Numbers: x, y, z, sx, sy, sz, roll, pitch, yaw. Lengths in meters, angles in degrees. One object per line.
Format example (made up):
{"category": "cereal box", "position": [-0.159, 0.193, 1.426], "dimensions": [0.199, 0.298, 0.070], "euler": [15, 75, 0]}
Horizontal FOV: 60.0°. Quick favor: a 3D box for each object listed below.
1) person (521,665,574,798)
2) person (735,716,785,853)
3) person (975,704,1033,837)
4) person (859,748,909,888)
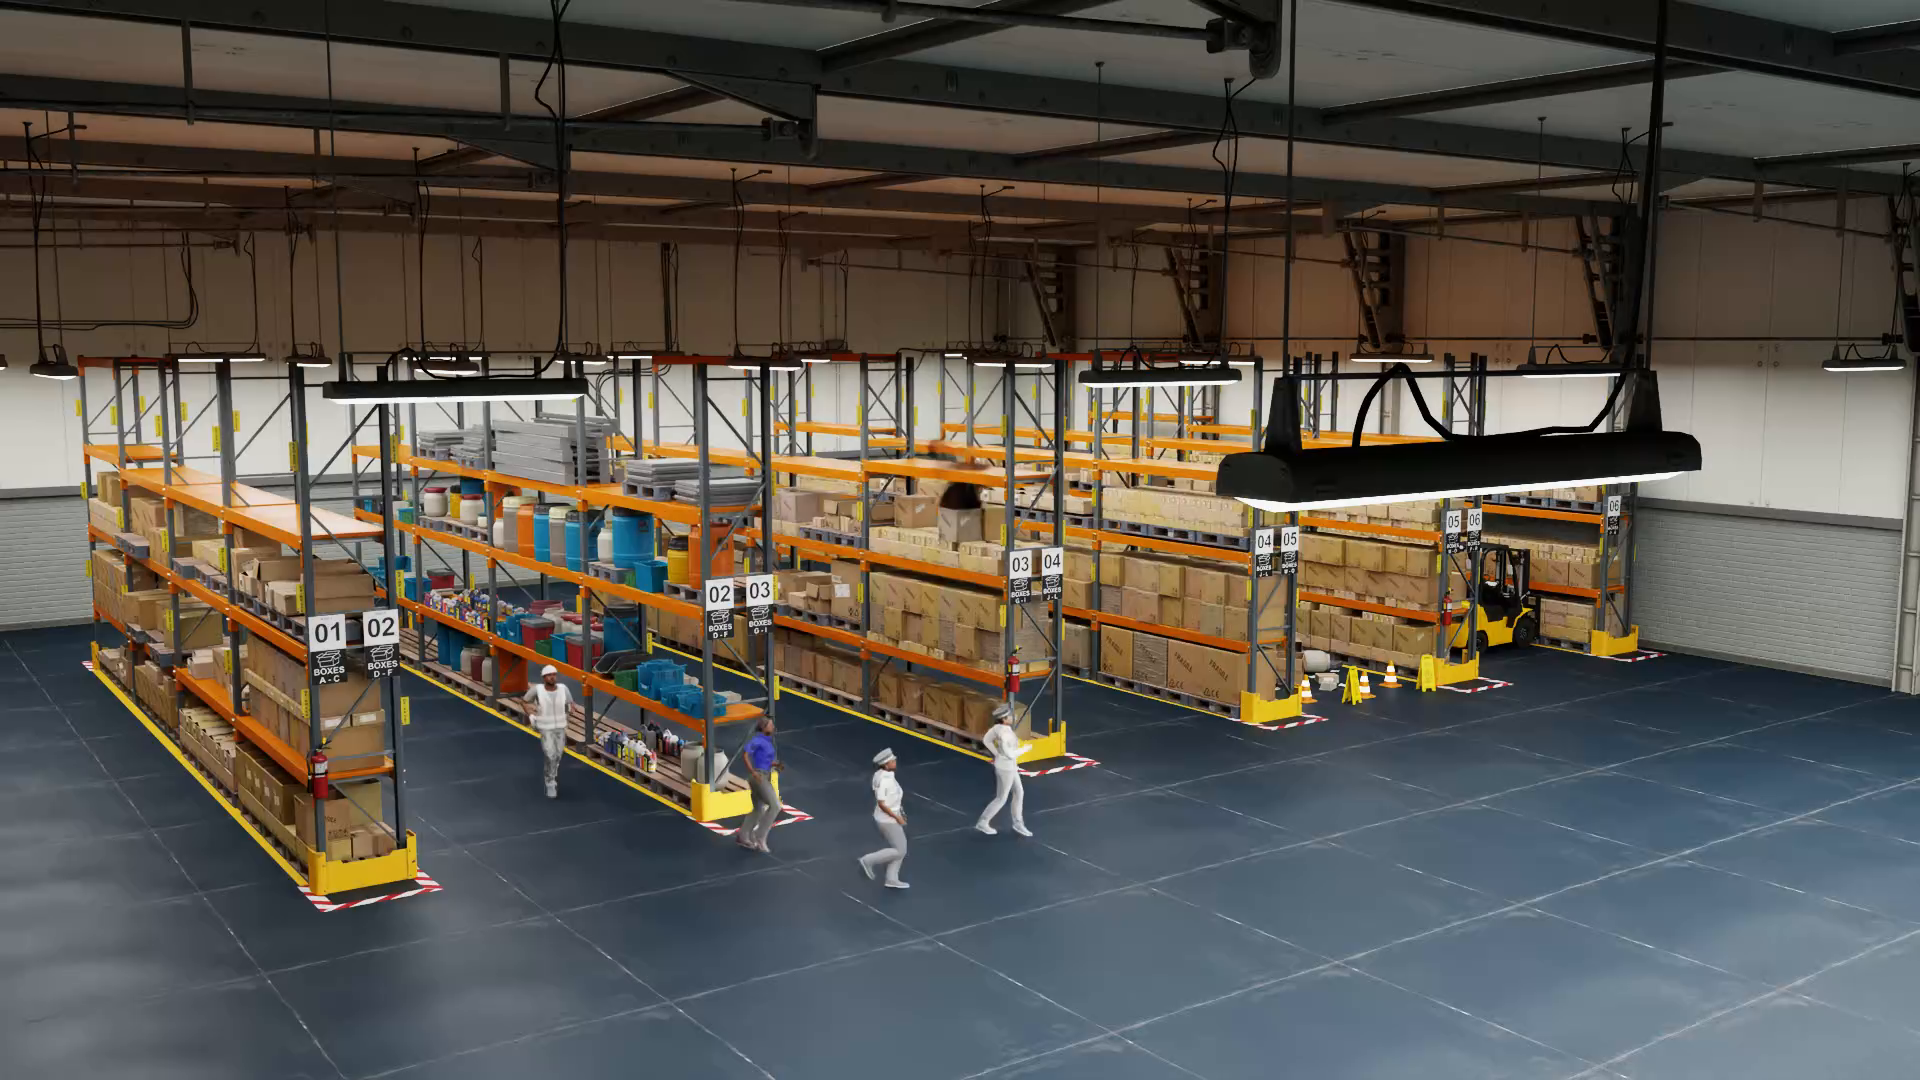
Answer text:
{"category": "person", "position": [-5.673, 2.652, 23.132], "dimensions": [0.655, 1.836, 0.718], "euler": [-5, 9, -36]}
{"category": "person", "position": [-2.496, 3.053, 20.789], "dimensions": [0.629, 1.637, 0.679], "euler": [0, 7, -1]}
{"category": "person", "position": [0.558, 2.936, 21.055], "dimensions": [0.740, 1.743, 0.600], "euler": [-1, 7, -4]}
{"category": "person", "position": [-0.882, 3.209, 19.146], "dimensions": [0.593, 1.664, 0.583], "euler": [-1, 7, -11]}
